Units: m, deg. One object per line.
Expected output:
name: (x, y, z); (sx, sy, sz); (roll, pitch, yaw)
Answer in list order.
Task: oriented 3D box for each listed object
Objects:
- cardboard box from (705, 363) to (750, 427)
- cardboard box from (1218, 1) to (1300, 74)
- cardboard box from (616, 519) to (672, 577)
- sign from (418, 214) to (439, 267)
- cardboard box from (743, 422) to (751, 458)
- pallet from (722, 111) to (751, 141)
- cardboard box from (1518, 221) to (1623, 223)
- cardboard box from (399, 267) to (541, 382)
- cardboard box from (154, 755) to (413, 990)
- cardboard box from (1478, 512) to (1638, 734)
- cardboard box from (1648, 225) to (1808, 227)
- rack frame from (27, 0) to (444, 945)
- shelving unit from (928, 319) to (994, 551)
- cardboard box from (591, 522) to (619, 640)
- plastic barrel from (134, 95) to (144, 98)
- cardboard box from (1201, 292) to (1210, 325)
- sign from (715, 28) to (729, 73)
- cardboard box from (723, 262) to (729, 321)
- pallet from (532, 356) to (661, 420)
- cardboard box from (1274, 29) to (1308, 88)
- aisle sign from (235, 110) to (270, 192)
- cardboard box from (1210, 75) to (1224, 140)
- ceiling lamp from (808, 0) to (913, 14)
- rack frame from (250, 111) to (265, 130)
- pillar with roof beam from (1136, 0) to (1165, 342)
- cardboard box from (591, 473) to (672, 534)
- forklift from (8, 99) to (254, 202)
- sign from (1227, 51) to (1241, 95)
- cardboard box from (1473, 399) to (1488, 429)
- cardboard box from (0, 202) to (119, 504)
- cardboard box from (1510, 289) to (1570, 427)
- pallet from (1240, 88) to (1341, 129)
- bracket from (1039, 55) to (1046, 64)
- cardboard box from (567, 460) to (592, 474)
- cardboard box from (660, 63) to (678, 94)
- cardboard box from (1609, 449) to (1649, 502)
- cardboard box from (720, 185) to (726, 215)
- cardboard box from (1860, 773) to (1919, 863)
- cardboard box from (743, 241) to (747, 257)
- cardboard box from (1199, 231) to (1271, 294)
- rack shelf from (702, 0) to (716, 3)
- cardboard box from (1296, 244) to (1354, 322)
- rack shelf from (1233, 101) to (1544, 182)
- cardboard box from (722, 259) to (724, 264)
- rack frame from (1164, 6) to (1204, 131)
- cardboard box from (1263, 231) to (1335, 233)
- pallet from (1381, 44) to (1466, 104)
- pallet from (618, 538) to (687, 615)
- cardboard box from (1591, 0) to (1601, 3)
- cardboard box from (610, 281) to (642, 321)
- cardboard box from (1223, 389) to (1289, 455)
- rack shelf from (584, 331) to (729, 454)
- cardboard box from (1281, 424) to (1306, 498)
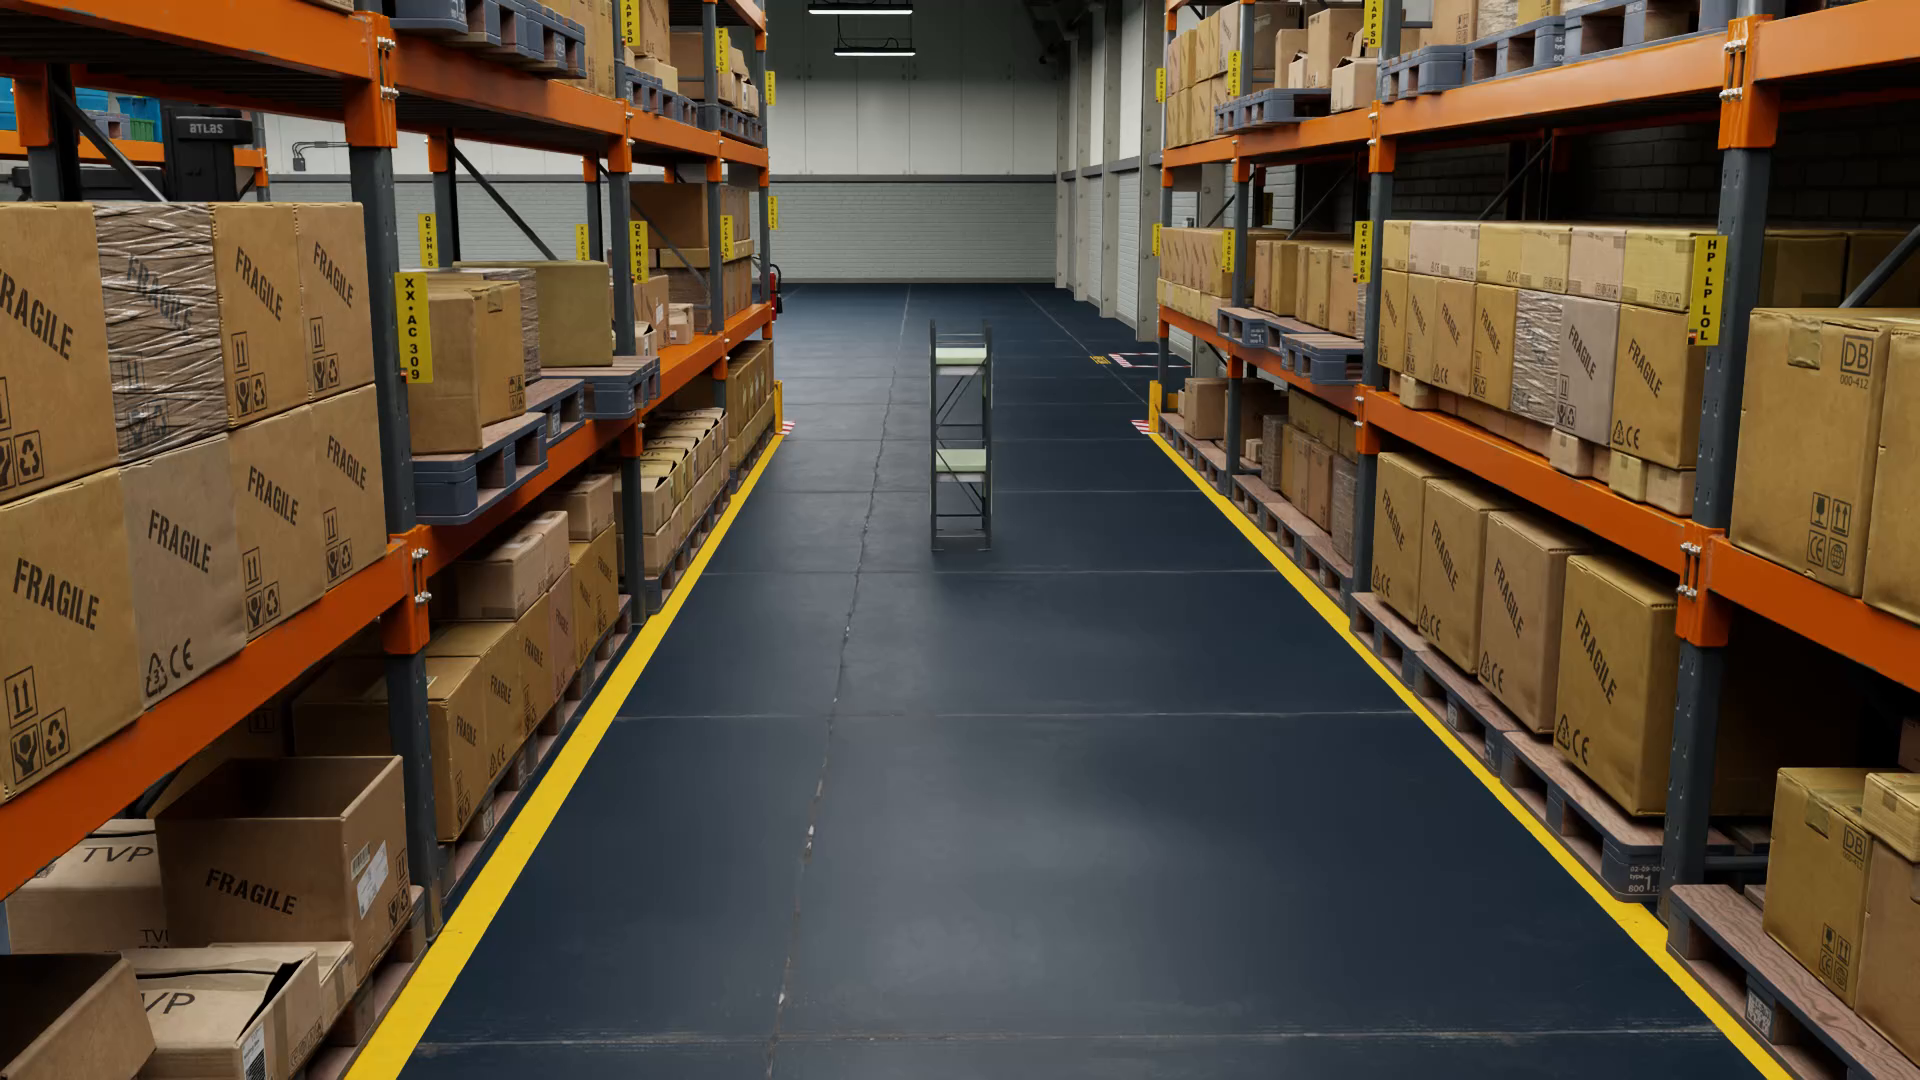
cardboard box: (-2.048, -1.210, 13.952); (0.500, 0.500, 0.500); (0, 11, -1)
cardboard box: (2.338, -3.930, 13.025); (0.500, 0.500, 0.500); (-1, 12, -6)
cardboard box: (-1.968, 0.040, 9.676); (0.500, 0.250, 0.500); (0, 11, -1)
sign: (-2.805, -1.561, 8.796); (0.100, 0.325, 0.005); (0, 11, -1)
cardboard box: (-2.045, -0.843, 14.027); (0.500, 0.250, 0.500); (0, 11, -1)
pallet: (-2.399, -3.629, 14.583); (1.003, 0.211, 1.213); (0, 11, -1)
cardboard box: (2.978, -1.397, 7.967); (0.500, 0.250, 0.500); (-1, 11, -3)
cardboard box: (-2.297, -0.944, 7.359); (0.700, 0.500, 0.500); (2, 12, 10)
cardboard box: (-1.872, 0.920, 4.659); (0.500, 0.500, 0.500); (0, 11, -1)
cardboard box: (2.620, 0.320, 6.787); (0.750, 0.750, 0.750); (0, 11, 1)
cardboard box: (3.003, -1.090, 6.454); (0.500, 0.250, 0.500); (-1, 11, -3)
rack frame: (-2.168, -0.201, 5.006); (1.000, 3.000, 0.127); (0, 11, -1)
shelving unit: (0.000, -0.736, 11.417); (0.431, 1.500, 0.755); (0, 11, -1)
cardboard box: (-1.997, 0.198, 8.219); (0.500, 0.500, 0.500); (0, 11, 1)
plastic barrel: (-7.218, -4.109, 15.194); (0.600, 0.588, 0.600); (0, 11, 0)
cardboard box: (2.304, -1.941, 13.908); (0.500, 0.250, 0.500); (0, 11, -1)
sign: (-1.791, -3.673, 12.484); (0.100, 0.325, 0.005); (0, 11, -1)
cardboard box: (-2.373, -2.133, 14.278); (0.700, 0.500, 0.500); (0, 11, 0)
pallet: (-2.166, -0.768, 8.282); (1.213, 0.211, 1.003); (0, 11, -1)
cardboard box: (2.551, -3.428, 12.062); (0.500, 0.500, 0.500); (1, 12, 7)
aisle sign: (-7.073, -3.857, 16.486); (0.394, 0.787, 0.004); (0, 11, -1)
cardboard box: (2.364, -3.541, 13.624); (0.500, 0.500, 0.500); (-1, 12, -6)
ceiling lamp: (-1.895, -11.637, 31.605); (2.000, 3.185, 0.800); (0, 11, -1)
rack frame: (-7.368, -5.507, 16.071); (1.000, 3.000, 0.127); (0, 11, -1)
pillar with roof beam: (-1.136, -7.780, 27.274); (9.100, 9.000, 0.400); (0, 11, -1)
cardboard box: (-1.968, -0.235, 9.621); (0.500, 0.311, 0.500); (0, 11, 1)
forklift: (-5.154, -1.228, 10.242); (3.031, 2.935, 1.130); (-5, 13, -24)
sign: (2.077, -3.532, 12.581); (0.100, 0.325, 0.005); (0, 11, -1)
cardboard box: (2.532, -0.582, 7.465); (0.380, 0.149, 0.250); (0, 11, 0)
cardboard box: (-1.866, -0.339, 2.918); (0.500, 0.500, 0.500); (0, 11, -2)
cardboard box: (2.501, -0.719, 6.508); (0.500, 0.500, 0.500); (0, 11, -1)
pallet: (2.550, -2.861, 11.046); (1.213, 0.211, 1.003); (0, 11, -1)
bracket: (2.384, -13.692, 47.362); (0.235, 0.232, 0.430); (0, 11, -1)
cardboard box: (-2.525, -0.336, 10.119); (0.500, 0.311, 0.500); (0, 11, -2)
cardboard box: (-2.330, -3.271, 11.916); (0.500, 0.250, 0.500); (1, 12, 5)
cardboard box: (2.466, -0.225, 5.706); (0.380, 0.149, 0.250); (0, 11, 0)
cardboard box: (-2.370, -2.764, 14.126); (0.700, 0.500, 0.500); (0, 11, -1)
cardboard box: (2.522, 0.697, 4.178); (0.380, 0.149, 0.250); (0, 11, 1)
cardboard box: (-2.202, -2.725, 15.566); (0.380, 0.149, 0.250); (0, 11, 0)
cardboard box: (2.284, -2.308, 13.833); (0.500, 0.500, 0.500); (0, 11, -1)
rack shelf: (-2.292, -3.785, 10.400); (1.077, 0.370, 4.000); (0, 11, -1)
cardboard box: (2.645, -1.734, 11.204); (0.700, 0.500, 0.500); (1, 12, 7)
rack shelf: (2.661, -2.532, 10.762); (1.077, 0.370, 4.000); (0, 11, -1)
cardboard box: (-2.164, -2.366, 13.793); (0.380, 0.149, 0.250); (0, 11, -2)
rack frame: (2.537, -5.548, 16.272); (1.000, 3.000, 0.127); (0, 11, -1)
cardboard box: (2.812, -2.313, 13.859); (0.500, 0.500, 0.500); (0, 11, -1)
pallet: (2.768, -2.267, 8.120); (1.213, 0.211, 1.003); (0, 11, 1)
pallet: (-2.229, 0.207, 10.010); (1.003, 0.211, 1.213); (0, 11, -1)
cardboard box: (2.800, -2.243, 6.167); (0.700, 0.500, 0.500); (0, 11, -2)
cardboard box: (-2.302, -1.379, 10.559); (0.500, 0.500, 0.500); (-1, 11, -4)
cardboard box: (2.558, -1.009, 14.170); (0.500, 0.500, 0.500); (-1, 12, -5)
rack shelf: (-2.292, -1.041, 10.957); (1.077, 0.370, 4.000); (0, 11, -1)
cardboard box: (2.712, -0.554, 11.927); (0.700, 0.500, 0.500); (0, 11, -2)
